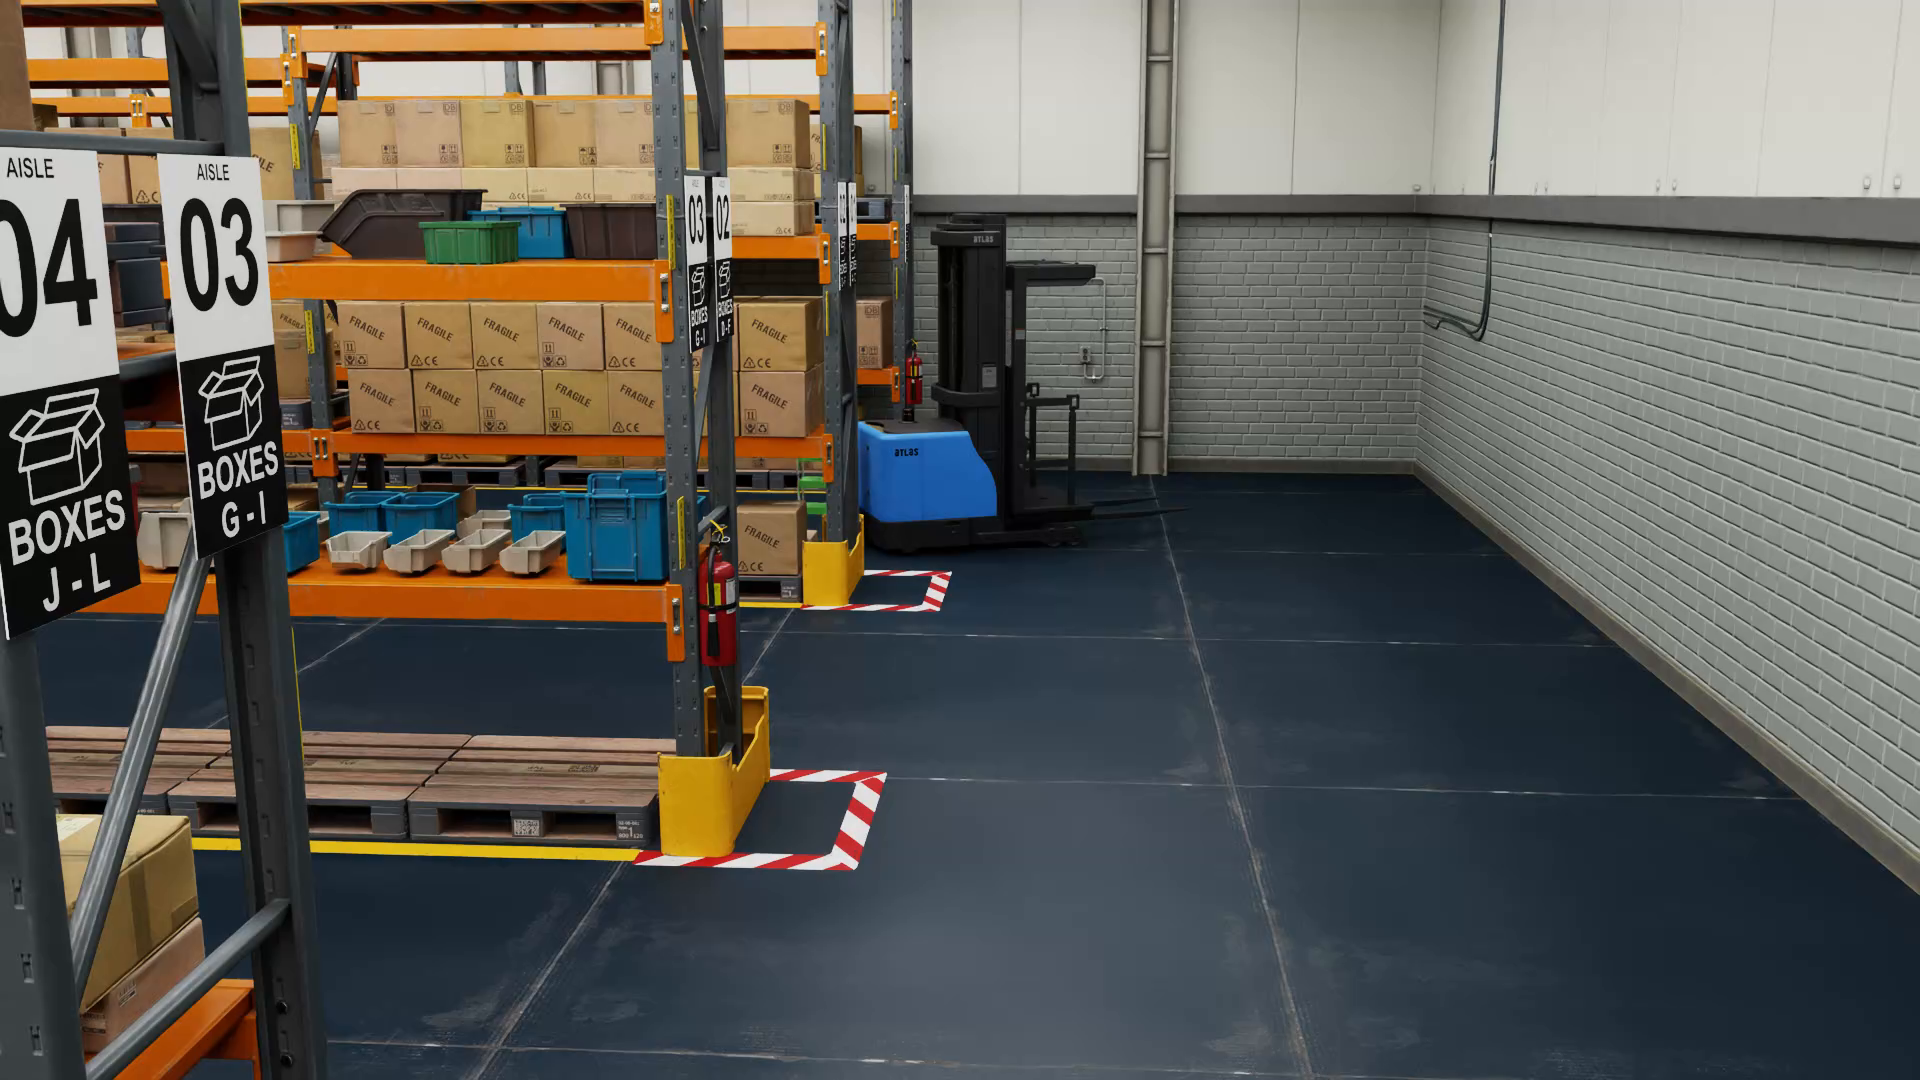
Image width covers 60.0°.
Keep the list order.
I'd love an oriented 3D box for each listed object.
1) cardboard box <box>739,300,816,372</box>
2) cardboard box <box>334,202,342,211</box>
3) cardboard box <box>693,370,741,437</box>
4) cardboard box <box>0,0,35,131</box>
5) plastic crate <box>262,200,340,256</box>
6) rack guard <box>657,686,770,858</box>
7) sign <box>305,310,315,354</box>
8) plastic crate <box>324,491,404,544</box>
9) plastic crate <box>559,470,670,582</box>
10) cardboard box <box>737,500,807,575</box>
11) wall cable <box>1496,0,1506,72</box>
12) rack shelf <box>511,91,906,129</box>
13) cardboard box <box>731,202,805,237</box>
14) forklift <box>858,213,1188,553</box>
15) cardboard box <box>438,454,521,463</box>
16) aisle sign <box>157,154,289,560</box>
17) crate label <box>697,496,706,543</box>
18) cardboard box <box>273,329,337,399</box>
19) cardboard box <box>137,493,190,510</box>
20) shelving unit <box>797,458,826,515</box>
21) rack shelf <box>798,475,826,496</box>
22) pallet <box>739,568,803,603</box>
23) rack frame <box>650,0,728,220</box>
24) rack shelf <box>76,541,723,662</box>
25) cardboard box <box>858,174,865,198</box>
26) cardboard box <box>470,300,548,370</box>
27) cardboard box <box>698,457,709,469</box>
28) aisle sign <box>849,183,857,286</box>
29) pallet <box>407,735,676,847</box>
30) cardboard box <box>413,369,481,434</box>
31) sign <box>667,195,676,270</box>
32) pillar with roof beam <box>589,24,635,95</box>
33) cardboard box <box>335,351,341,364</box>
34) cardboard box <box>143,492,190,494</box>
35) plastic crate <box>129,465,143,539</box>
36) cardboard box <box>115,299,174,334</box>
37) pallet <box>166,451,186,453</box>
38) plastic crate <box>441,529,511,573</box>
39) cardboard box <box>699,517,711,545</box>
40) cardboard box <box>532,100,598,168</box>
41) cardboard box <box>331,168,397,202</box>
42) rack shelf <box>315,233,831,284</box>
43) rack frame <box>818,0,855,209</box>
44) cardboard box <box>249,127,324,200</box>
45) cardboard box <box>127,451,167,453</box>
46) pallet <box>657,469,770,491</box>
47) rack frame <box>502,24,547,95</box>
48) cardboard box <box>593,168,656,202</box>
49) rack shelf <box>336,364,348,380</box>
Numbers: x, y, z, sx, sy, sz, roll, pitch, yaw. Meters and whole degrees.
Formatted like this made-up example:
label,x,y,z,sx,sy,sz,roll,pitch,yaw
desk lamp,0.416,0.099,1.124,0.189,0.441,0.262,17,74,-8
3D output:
label,x,y,z,sx,sy,sz,roll,pitch,yaw
cardboard box,-1.392,-1.564,12.717,0.500,0.500,0.500,1,12,3
cardboard box,-4.452,-2.469,12.765,0.500,0.250,0.500,1,12,4
cardboard box,-1.912,-1.082,12.853,0.500,0.500,0.500,1,12,4
cardboard box,-2.117,-0.820,3.005,0.500,0.500,0.700,0,12,0
plastic crate,-3.455,-1.568,8.383,0.530,0.282,0.437,1,12,4
rack guard,-1.239,1.157,8.499,0.348,0.500,1.175,1,12,4
sign,-4.954,-1.584,12.670,0.005,0.325,0.100,1,12,4
plastic crate,-3.102,-0.105,8.686,0.300,0.233,0.416,1,12,4
plastic crate,-1.611,-0.077,8.061,0.499,0.435,0.616,1,12,4
cardboard box,-1.488,-0.025,13.075,0.500,0.500,0.500,1,12,4
wall cable,4.837,-5.274,13.733,0.112,2.526,3.097,1,12,4
rack shelf,-2.598,-4.504,17.538,4.000,0.370,1.077,1,12,4
cardboard box,-1.460,-2.424,12.553,0.500,0.250,0.500,1,12,4
forklift,0.596,-1.475,15.144,3.031,2.935,1.130,-4,12,-18
cardboard box,-5.250,-1.279,18.261,0.750,0.750,0.750,1,12,4
aisle sign,-1.503,-0.385,3.416,0.004,0.787,0.394,1,12,4
crate label,-1.488,-0.082,8.580,0.303,0.233,0.416,1,12,4
cardboard box,-5.378,-1.438,13.527,0.500,0.500,0.700,-3,12,-15
cardboard box,-6.425,-0.086,13.368,0.500,0.500,0.500,1,12,4
shelving unit,-1.193,-0.550,14.947,0.503,1.200,0.258,1,12,5
rack shelf,-1.193,-0.487,14.960,0.480,0.148,0.258,1,12,5
pallet,-1.801,0.277,13.411,1.213,0.211,1.003,1,12,4
rack frame,-1.264,-3.001,7.617,0.127,3.000,1.000,1,12,4
rack shelf,-3.260,0.260,8.436,4.000,0.370,1.077,1,12,4
cardboard box,-1.314,-3.798,17.849,0.500,0.250,0.500,1,12,7
cardboard box,-3.441,-1.591,12.845,0.500,0.500,0.500,0,12,2
cardboard box,-2.841,-1.079,18.161,0.500,0.500,0.700,1,12,5
aisle sign,-0.842,-2.408,13.085,0.004,0.787,0.394,1,12,4
pallet,-2.084,1.281,8.609,1.213,0.211,1.003,1,12,4
cardboard box,-3.919,-1.111,12.990,0.500,0.500,0.500,1,12,5
sign,-1.285,-1.369,7.397,0.005,0.325,0.100,1,12,4
pillar with roof beam,-4.125,-4.367,14.149,0.400,9.000,9.100,1,12,4
cardboard box,-6.740,-2.014,18.116,0.250,0.149,0.380,1,12,4
cardboard box,-6.418,-0.193,13.875,0.500,0.500,0.500,1,12,4
plastic crate,-4.381,-0.116,8.177,0.583,0.464,0.402,1,12,4
cardboard box,-9.054,-2.466,18.396,0.500,0.500,0.700,-1,12,-3
pallet,-9.364,-0.844,18.768,1.213,0.211,1.003,1,12,4
plastic crate,-2.378,0.054,8.162,0.243,0.136,0.396,1,12,4
cardboard box,-1.952,-0.018,13.651,0.500,0.250,0.500,1,12,4
cardboard box,-2.935,-3.121,12.834,0.500,0.500,0.700,1,12,4
cardboard box,-4.452,-2.713,12.713,0.500,0.250,0.500,1,12,4
rack shelf,-2.925,-2.220,12.966,4.000,0.370,1.077,1,12,4
rack frame,-0.929,-4.013,12.455,0.127,3.000,1.000,1,12,4
cardboard box,-5.418,-2.925,13.065,0.600,0.600,0.600,0,12,-2
cardboard box,-9.306,-1.189,18.637,0.500,0.500,0.700,1,12,5
pallet,-2.619,-0.736,18.251,1.213,0.211,1.003,1,12,4
rack frame,-4.593,-5.079,17.554,0.127,3.000,1.000,1,12,4
cardboard box,-2.456,-2.685,12.579,0.500,0.250,0.500,1,12,4
rack shelf,-6.589,-1.818,18.373,4.000,0.370,1.077,1,12,4
